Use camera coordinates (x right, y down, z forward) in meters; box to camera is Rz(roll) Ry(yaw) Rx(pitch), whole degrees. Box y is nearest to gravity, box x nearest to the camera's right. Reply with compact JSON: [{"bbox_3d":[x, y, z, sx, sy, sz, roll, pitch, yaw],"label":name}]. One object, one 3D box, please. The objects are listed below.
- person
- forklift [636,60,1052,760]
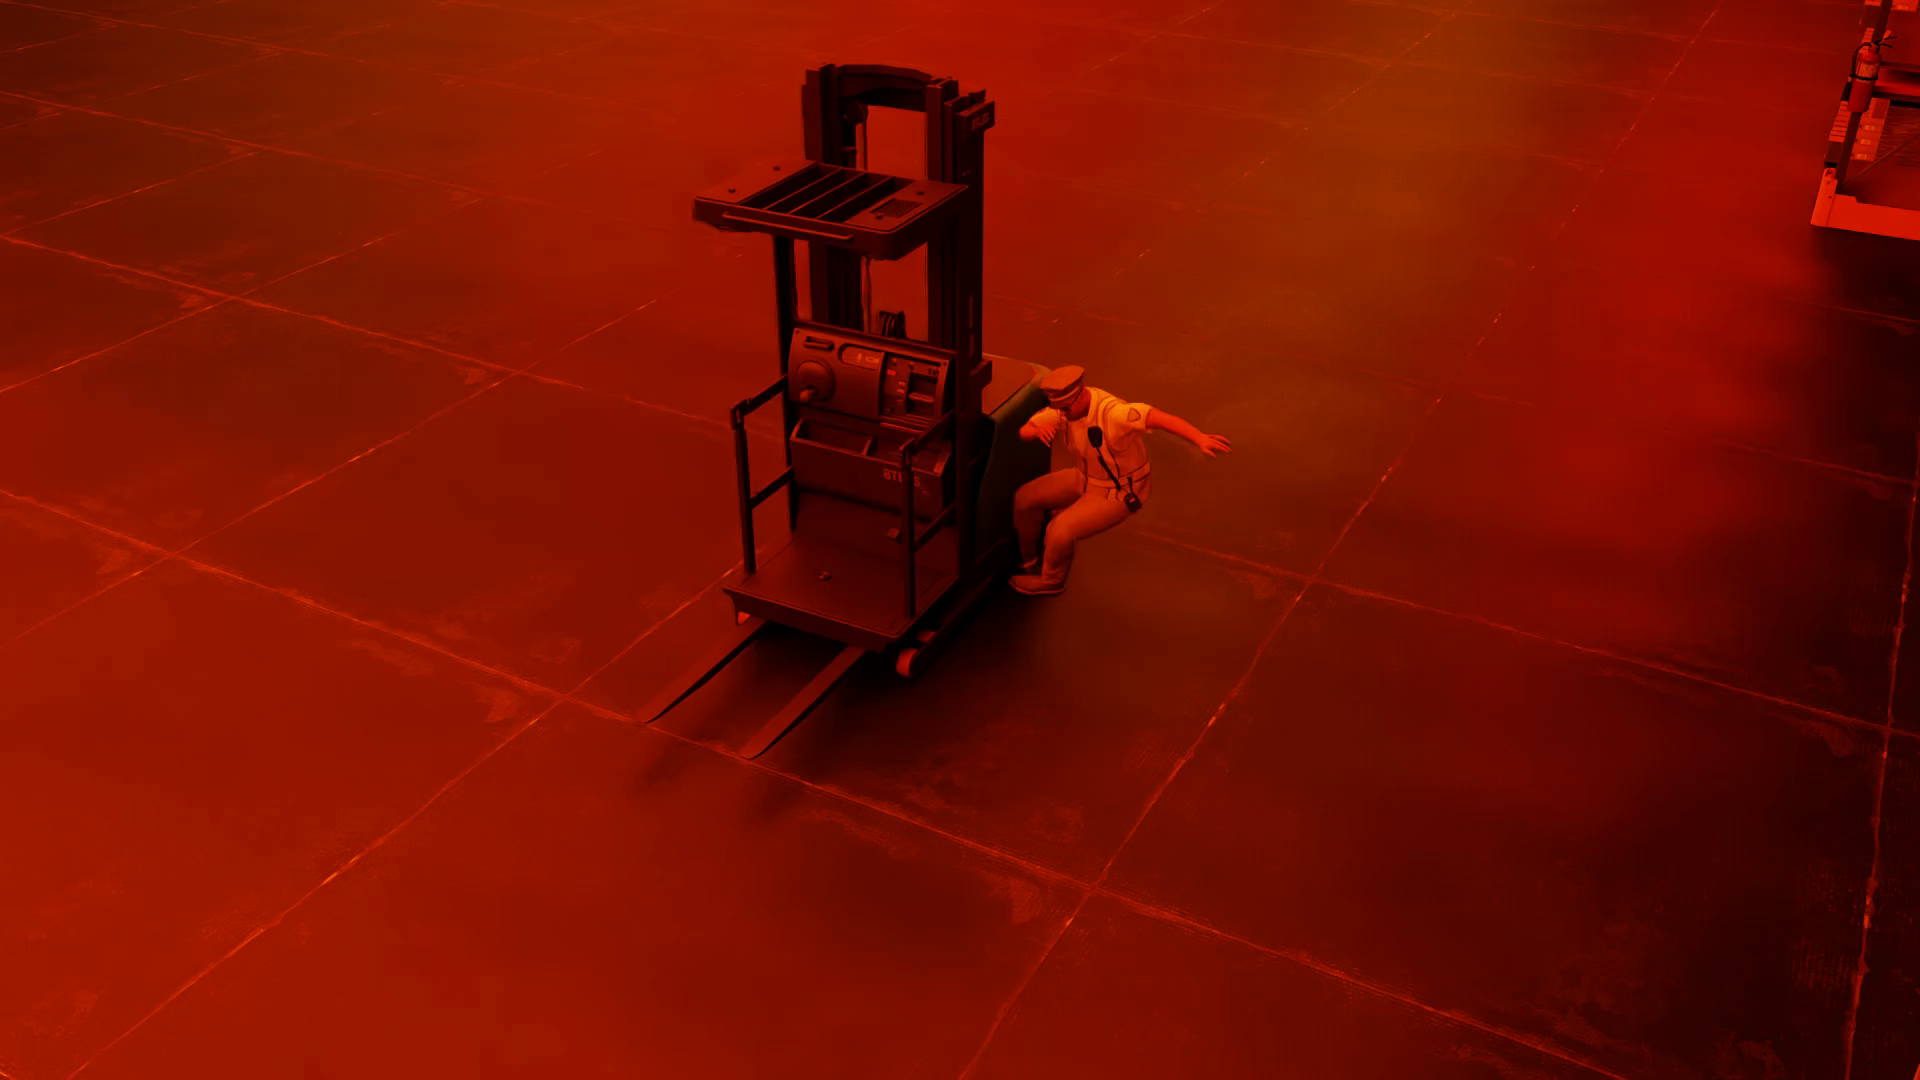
[{"bbox_3d":[0.757,-0.238,9.040,0.741,1.442,1.415,-20,35,-30],"label":"person"},{"bbox_3d":[-0.575,-0.797,8.452,1.130,2.935,3.031,15,33,24],"label":"forklift"}]
